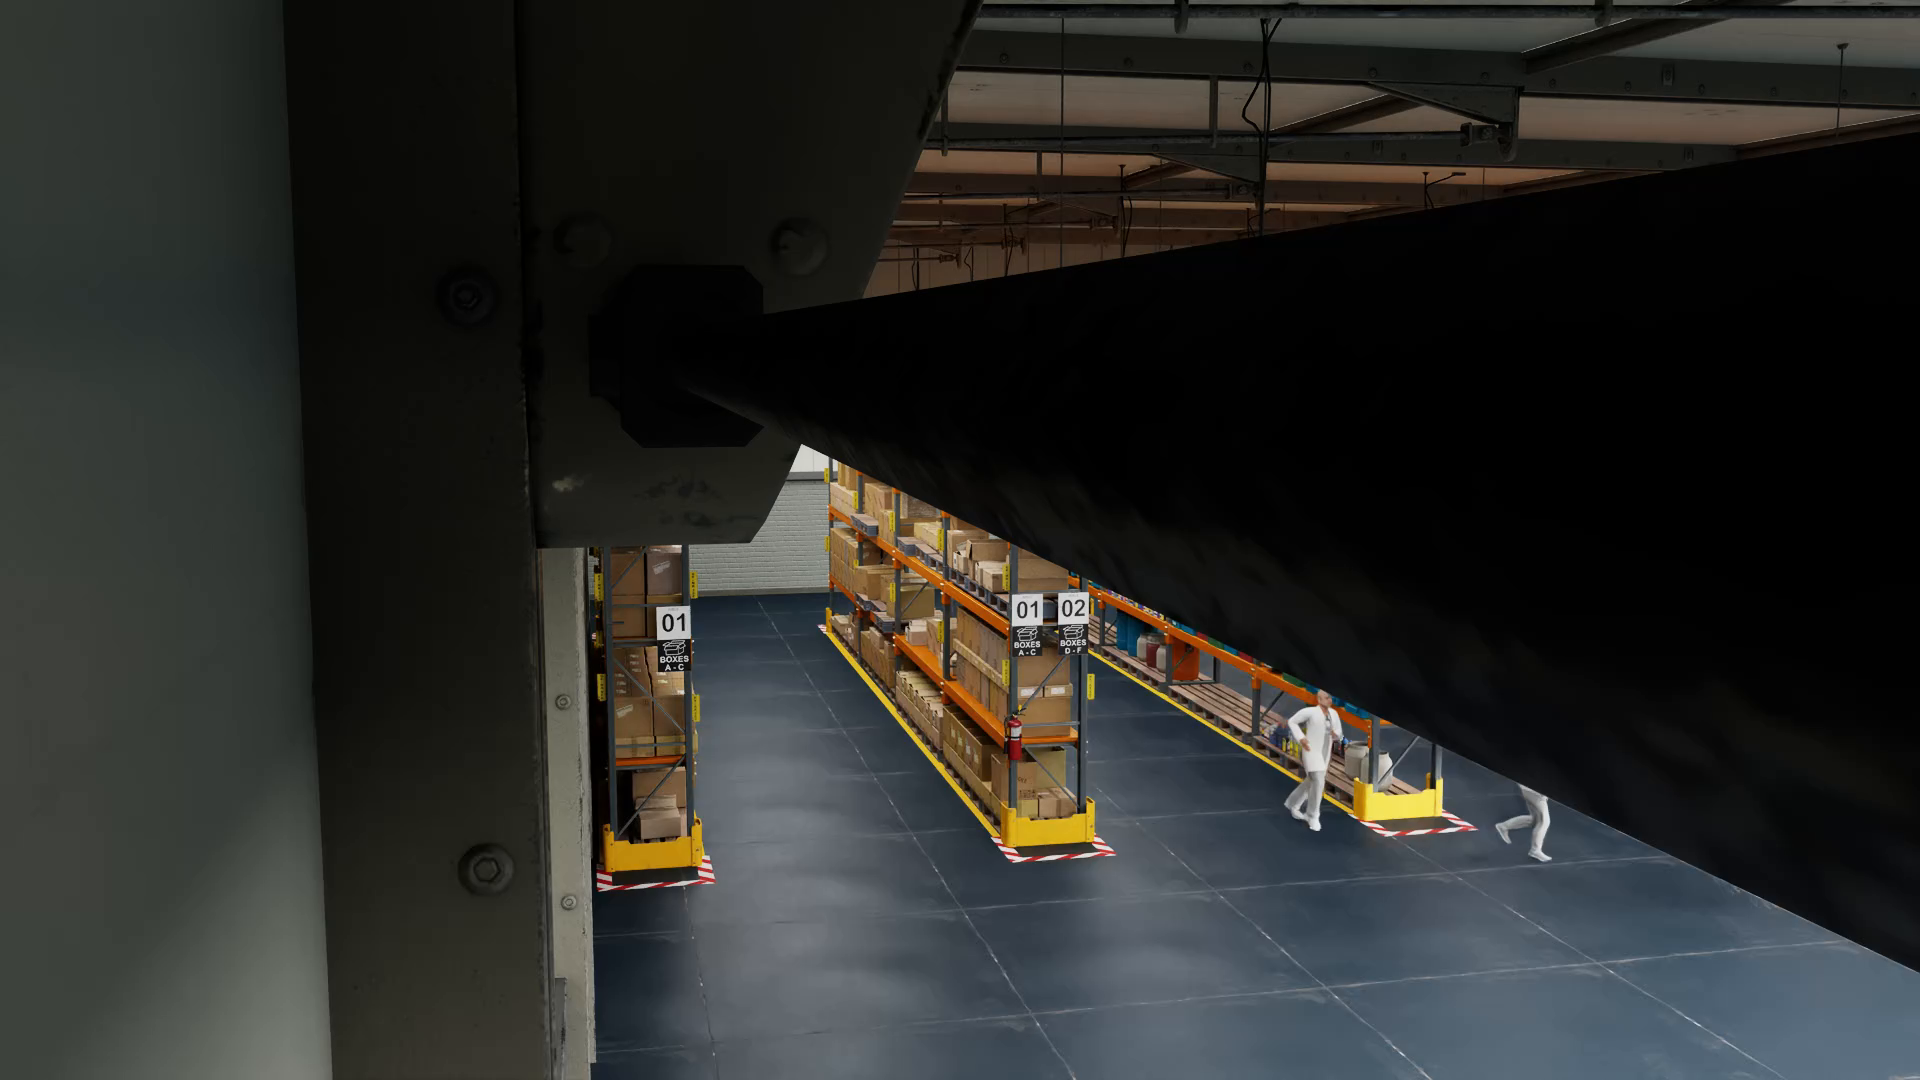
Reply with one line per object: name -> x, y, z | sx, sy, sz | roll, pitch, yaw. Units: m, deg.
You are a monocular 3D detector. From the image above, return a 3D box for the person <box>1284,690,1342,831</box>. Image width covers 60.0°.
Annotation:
person -> 4.696, 2.870, 22.009 | 0.686, 1.842, 0.776 | -5, 8, -34

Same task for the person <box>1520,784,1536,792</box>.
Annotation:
person -> 7.065, 2.659, 20.396 | 0.348, 0.828, 0.635 | 3, 7, 20
